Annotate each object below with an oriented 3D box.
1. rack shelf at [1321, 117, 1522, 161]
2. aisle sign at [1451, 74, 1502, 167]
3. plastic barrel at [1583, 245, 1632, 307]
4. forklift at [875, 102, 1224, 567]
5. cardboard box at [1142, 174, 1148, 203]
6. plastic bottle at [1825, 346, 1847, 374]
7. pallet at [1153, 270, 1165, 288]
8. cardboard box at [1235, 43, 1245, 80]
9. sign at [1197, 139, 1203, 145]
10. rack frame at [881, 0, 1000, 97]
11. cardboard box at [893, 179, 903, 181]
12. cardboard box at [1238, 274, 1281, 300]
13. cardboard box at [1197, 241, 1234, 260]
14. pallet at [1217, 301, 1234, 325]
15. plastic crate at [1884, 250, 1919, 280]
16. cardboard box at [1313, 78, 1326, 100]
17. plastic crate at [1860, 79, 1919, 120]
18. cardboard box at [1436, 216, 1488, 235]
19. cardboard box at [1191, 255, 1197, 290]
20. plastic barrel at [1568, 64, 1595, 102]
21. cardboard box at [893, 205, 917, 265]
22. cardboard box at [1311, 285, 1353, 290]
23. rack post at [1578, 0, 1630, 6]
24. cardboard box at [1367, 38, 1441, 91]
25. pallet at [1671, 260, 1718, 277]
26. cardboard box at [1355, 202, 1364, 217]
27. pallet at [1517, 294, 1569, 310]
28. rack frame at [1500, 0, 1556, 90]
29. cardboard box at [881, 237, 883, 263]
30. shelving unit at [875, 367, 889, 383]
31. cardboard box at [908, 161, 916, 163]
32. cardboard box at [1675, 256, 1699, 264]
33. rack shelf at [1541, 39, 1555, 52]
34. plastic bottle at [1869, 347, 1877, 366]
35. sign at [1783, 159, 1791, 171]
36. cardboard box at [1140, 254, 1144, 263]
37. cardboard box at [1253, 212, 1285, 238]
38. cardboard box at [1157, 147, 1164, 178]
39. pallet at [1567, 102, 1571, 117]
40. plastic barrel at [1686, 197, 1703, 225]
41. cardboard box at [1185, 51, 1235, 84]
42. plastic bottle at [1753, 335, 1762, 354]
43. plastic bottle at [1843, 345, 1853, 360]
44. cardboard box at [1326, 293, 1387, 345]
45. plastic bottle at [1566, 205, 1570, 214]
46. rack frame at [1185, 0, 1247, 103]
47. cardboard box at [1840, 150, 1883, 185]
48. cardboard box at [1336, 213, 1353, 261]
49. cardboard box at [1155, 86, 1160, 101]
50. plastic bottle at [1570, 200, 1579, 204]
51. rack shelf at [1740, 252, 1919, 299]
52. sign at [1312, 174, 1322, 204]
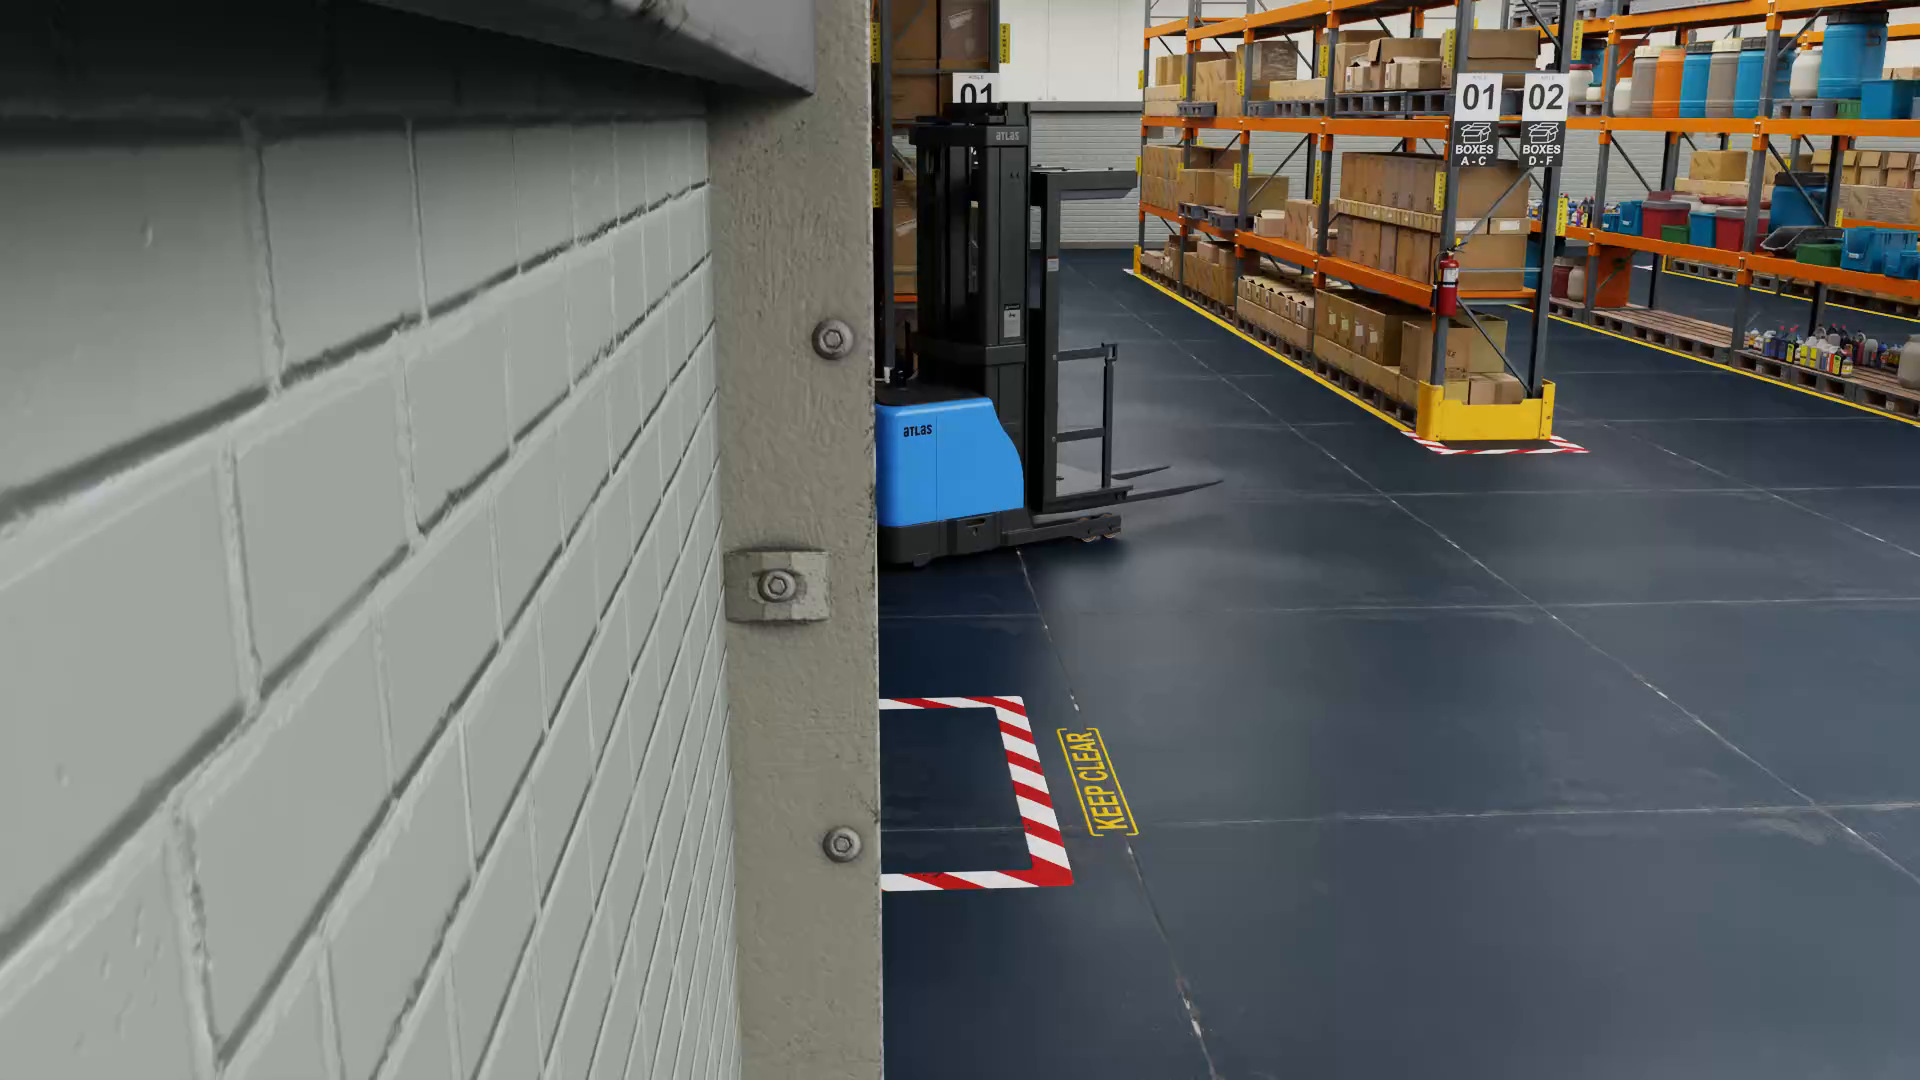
[{"bbox_3d":[4.654,-4.006,16.502,1.077,0.370,4.000,-1,14,-3],"label":"rack shelf"},{"bbox_3d":[4.488,-3.643,14.448,0.394,0.787,0.004,-1,14,-3],"label":"aisle sign"},{"bbox_3d":[9.179,-3.744,23.569,0.600,0.830,0.708,-1,14,-3],"label":"plastic barrel"},{"bbox_3d":[0.518,-1.506,11.496,3.031,2.935,1.130,-9,17,-33],"label":"forklift"},{"bbox_3d":[3.551,-6.318,29.861,0.500,0.500,0.500,-1,14,-2],"label":"cardboard box"},{"bbox_3d":[9.182,-1.887,17.425,0.152,0.276,0.135,-1,14,-3],"label":"plastic bottle"},{"bbox_3d":[3.914,-4.513,28.645,1.003,0.211,1.213,-1,14,-3],"label":"pallet"},{"bbox_3d":[4.198,-6.742,23.483,0.500,0.500,0.500,-1,14,-3],"label":"cardboard box"},{"bbox_3d":[4.341,-7.101,30.148,0.100,0.325,0.005,-1,14,-3],"label":"sign"},{"bbox_3d":[-0.166,-5.233,13.804,1.000,3.000,0.127,-1,14,-3],"label":"rack frame"},{"bbox_3d":[-0.623,-4.462,21.764,0.700,0.500,0.500,-3,15,-10],"label":"cardboard box"},{"bbox_3d":[4.021,-3.403,22.282,0.500,0.311,0.500,0,14,-2],"label":"cardboard box"},{"bbox_3d":[3.883,-4.382,25.166,0.500,0.250,0.500,-1,14,-3],"label":"cardboard box"},{"bbox_3d":[4.273,-3.230,23.657,1.003,0.211,1.213,-1,14,-3],"label":"pallet"},{"bbox_3d":[9.357,-2.690,16.259,0.499,0.251,0.408,-1,14,-3],"label":"plastic crate"},{"bbox_3d":[4.464,-5.273,19.438,0.500,0.250,0.500,-2,15,-9],"label":"cardboard box"},{"bbox_3d":[9.303,-4.395,16.600,0.392,0.384,0.575,-1,14,-3],"label":"plastic crate"},{"bbox_3d":[4.564,-2.859,15.117,0.380,0.149,0.250,-1,14,-4],"label":"cardboard box"},{"bbox_3d":[3.865,-4.135,25.711,0.500,0.500,0.500,-1,14,-3],"label":"cardboard box"},{"bbox_3d":[8.966,-6.630,24.141,0.433,0.535,0.433,0,14,0],"label":"plastic barrel"},{"bbox_3d":[-0.408,-2.741,14.917,0.500,0.500,0.500,-1,14,-4],"label":"cardboard box"},{"bbox_3d":[4.656,-3.032,20.840,0.500,0.311,0.500,0,14,-2],"label":"cardboard box"},{"bbox_3d":[9.140,-7.518,22.839,0.954,0.300,0.937,-1,14,-3],"label":"rack post"},{"bbox_3d":[4.506,-4.762,16.663,0.797,0.503,0.637,1,14,3],"label":"cardboard box"},{"bbox_3d":[13.801,-4.988,30.488,1.003,0.211,1.213,-1,14,-3],"label":"pallet"},{"bbox_3d":[4.404,-3.500,17.609,0.380,0.149,0.250,-1,14,-4],"label":"cardboard box"},{"bbox_3d":[9.063,-3.617,25.162,1.003,0.211,1.213,-1,14,-3],"label":"pallet"},{"bbox_3d":[8.978,-8.370,25.998,1.000,3.000,0.127,-1,14,-3],"label":"rack frame"},{"bbox_3d":[-0.599,-3.139,17.967,0.500,0.250,0.500,-1,14,-3],"label":"cardboard box"},{"bbox_3d":[-0.686,-0.541,11.219,0.258,1.200,0.503,3,12,28],"label":"shelving unit"},{"bbox_3d":[-0.467,-5.133,23.113,0.500,0.250,0.500,-1,14,-4],"label":"cardboard box"},{"bbox_3d":[13.793,-5.552,30.508,0.875,0.875,0.875,-1,14,-3],"label":"cardboard box"},{"bbox_3d":[8.854,-8.325,28.070,1.077,0.370,4.000,-1,14,-3],"label":"rack shelf"},{"bbox_3d":[9.874,-1.980,17.934,0.097,0.201,0.097,0,14,0],"label":"plastic bottle"},{"bbox_3d":[13.368,-5.990,26.890,0.100,0.325,0.005,-1,14,-3],"label":"sign"},{"bbox_3d":[3.469,-5.107,30.193,0.380,0.149,0.250,-1,14,-3],"label":"cardboard box"},{"bbox_3d":[4.144,-4.126,21.720,0.500,0.311,0.500,-1,14,-4],"label":"cardboard box"},{"bbox_3d":[3.649,-6.421,28.257,0.500,0.500,0.500,-1,14,-4],"label":"cardboard box"},{"bbox_3d":[9.197,-6.350,24.547,1.003,0.211,1.213,-1,14,-3],"label":"pallet"},{"bbox_3d":[9.529,-4.167,21.476,0.421,0.512,0.421,0,14,0],"label":"plastic barrel"},{"bbox_3d":[3.966,-7.495,26.409,0.700,0.500,0.500,-1,14,-3],"label":"cardboard box"},{"bbox_3d":[9.062,-2.222,18.874,0.097,0.201,0.097,0,14,0],"label":"plastic bottle"},{"bbox_3d":[9.288,-1.893,17.431,0.061,0.283,0.133,-1,14,-3],"label":"plastic bottle"},{"bbox_3d":[4.285,-2.390,17.966,0.500,0.500,0.500,-1,14,-3],"label":"cardboard box"},{"bbox_3d":[8.748,-4.685,23.972,0.097,0.271,0.097,0,14,0],"label":"plastic bottle"},{"bbox_3d":[4.034,-8.294,25.704,1.000,3.000,0.127,-1,14,-3],"label":"rack frame"},{"bbox_3d":[14.000,-5.746,25.624,0.797,0.503,0.637,-1,14,-3],"label":"cardboard box"},{"bbox_3d":[4.564,-3.338,18.278,0.700,0.500,0.500,-1,14,-5],"label":"cardboard box"},{"bbox_3d":[3.620,-7.626,28.422,0.500,0.250,0.500,-1,14,-3],"label":"cardboard box"},{"bbox_3d":[9.387,-5.062,25.429,0.152,0.276,0.135,-1,14,-3],"label":"plastic bottle"},{"bbox_3d":[9.598,-2.629,17.169,1.077,0.370,4.000,-1,14,-3],"label":"rack shelf"},{"bbox_3d":[3.989,-3.911,18.543,0.100,0.325,0.005,-1,14,-3],"label":"sign"}]
